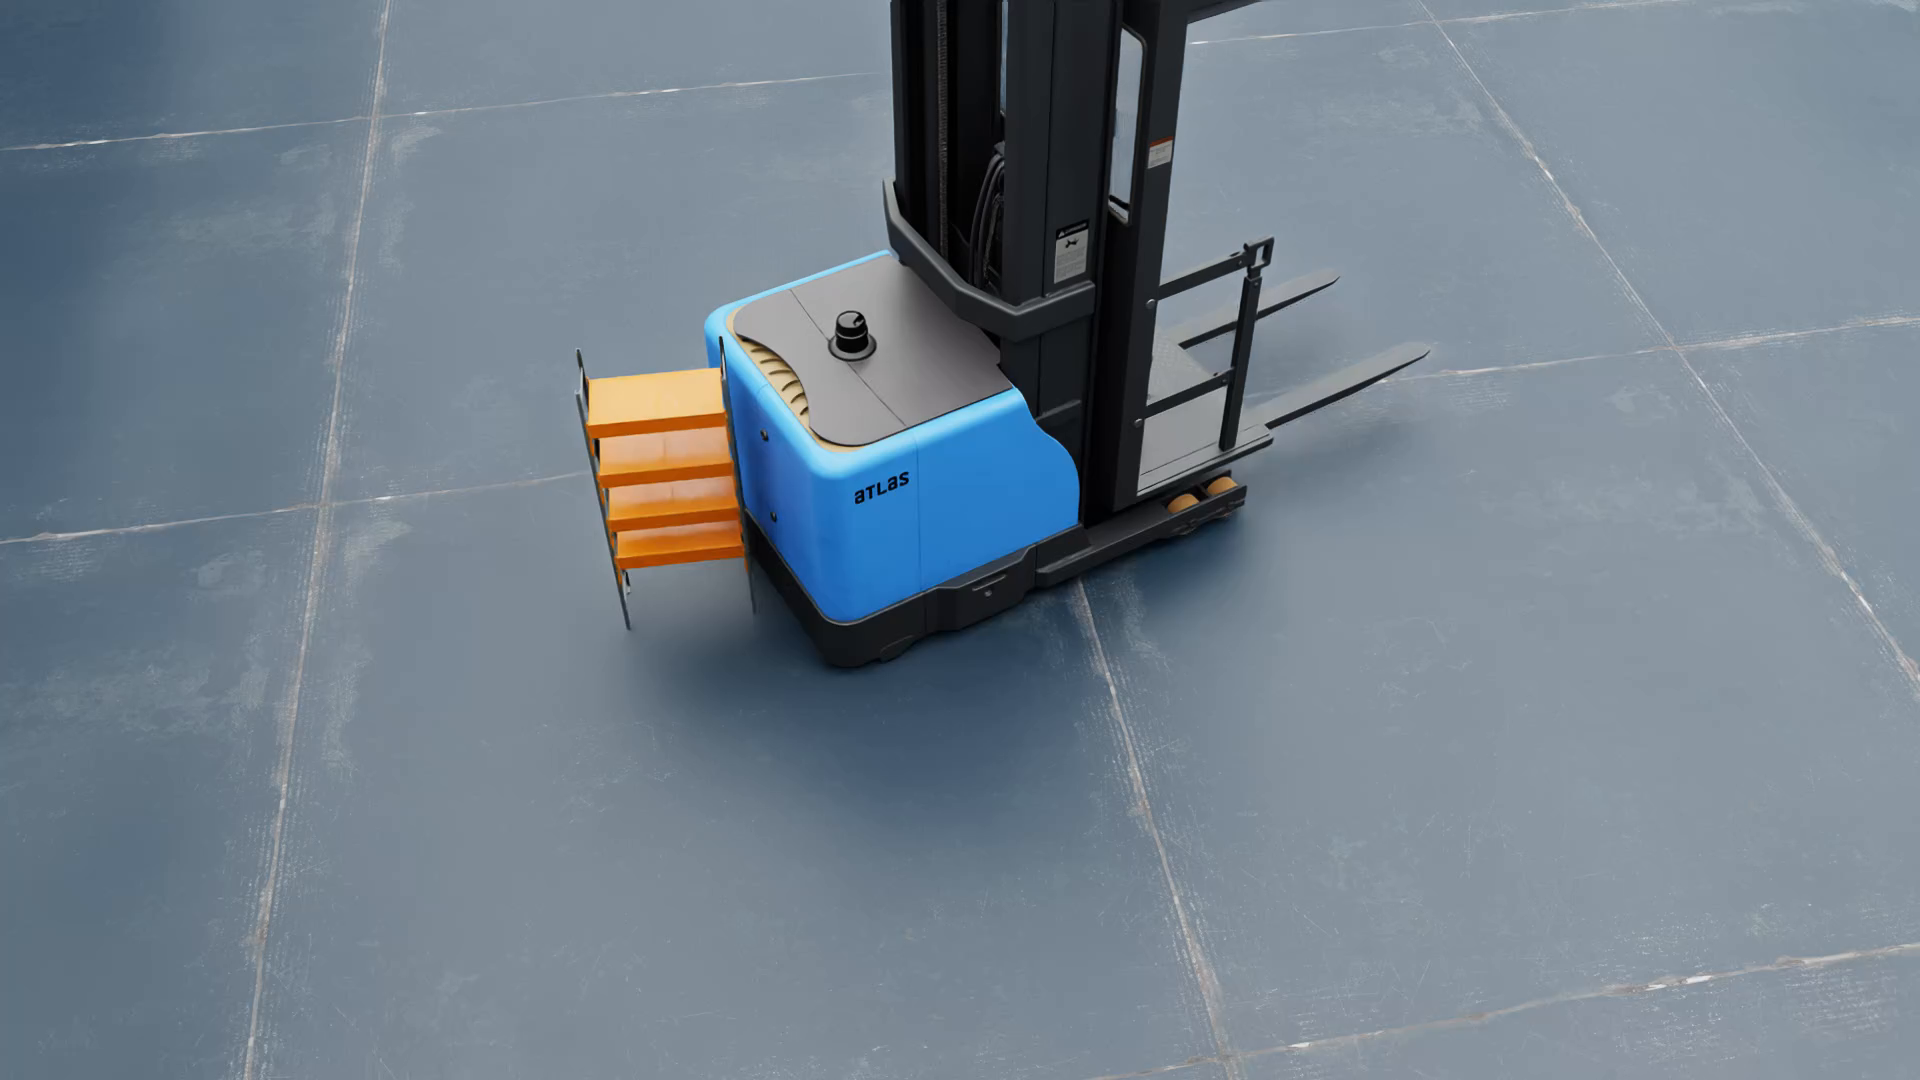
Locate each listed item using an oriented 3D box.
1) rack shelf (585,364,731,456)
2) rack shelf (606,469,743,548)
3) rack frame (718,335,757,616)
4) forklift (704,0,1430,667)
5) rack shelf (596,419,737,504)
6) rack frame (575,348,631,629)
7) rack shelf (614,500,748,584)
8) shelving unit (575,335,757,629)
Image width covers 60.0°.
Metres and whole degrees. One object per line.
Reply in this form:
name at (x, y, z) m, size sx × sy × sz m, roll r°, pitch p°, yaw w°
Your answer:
rack shelf at (-1.055, -0.455, 5.810) m, size 0.480 × 0.148 × 0.258 m, roll -6°, pitch 46°, yaw -6°
rack shelf at (-1.055, -0.136, 6.141) m, size 0.480 × 0.148 × 0.258 m, roll -6°, pitch 46°, yaw -6°
rack frame at (-0.814, -0.209, 6.118) m, size 0.015 × 1.200 × 0.240 m, roll -6°, pitch 46°, yaw -6°
forklift at (0.580, -1.345, 6.011) m, size 3.031 × 2.935 × 1.130 m, roll -23°, pitch 50°, yaw -21°
rack shelf at (-1.055, -0.291, 5.980) m, size 0.480 × 0.148 × 0.258 m, roll -6°, pitch 46°, yaw -6°
rack frame at (-1.296, -0.157, 6.068) m, size 0.015 × 1.200 × 0.240 m, roll -6°, pitch 46°, yaw -6°
rack shelf at (-1.055, 0.002, 6.284) m, size 0.480 × 0.148 × 0.258 m, roll -6°, pitch 46°, yaw -6°
shelving unit at (-1.055, -0.183, 6.093) m, size 0.503 × 1.200 × 0.258 m, roll -6°, pitch 46°, yaw -6°
